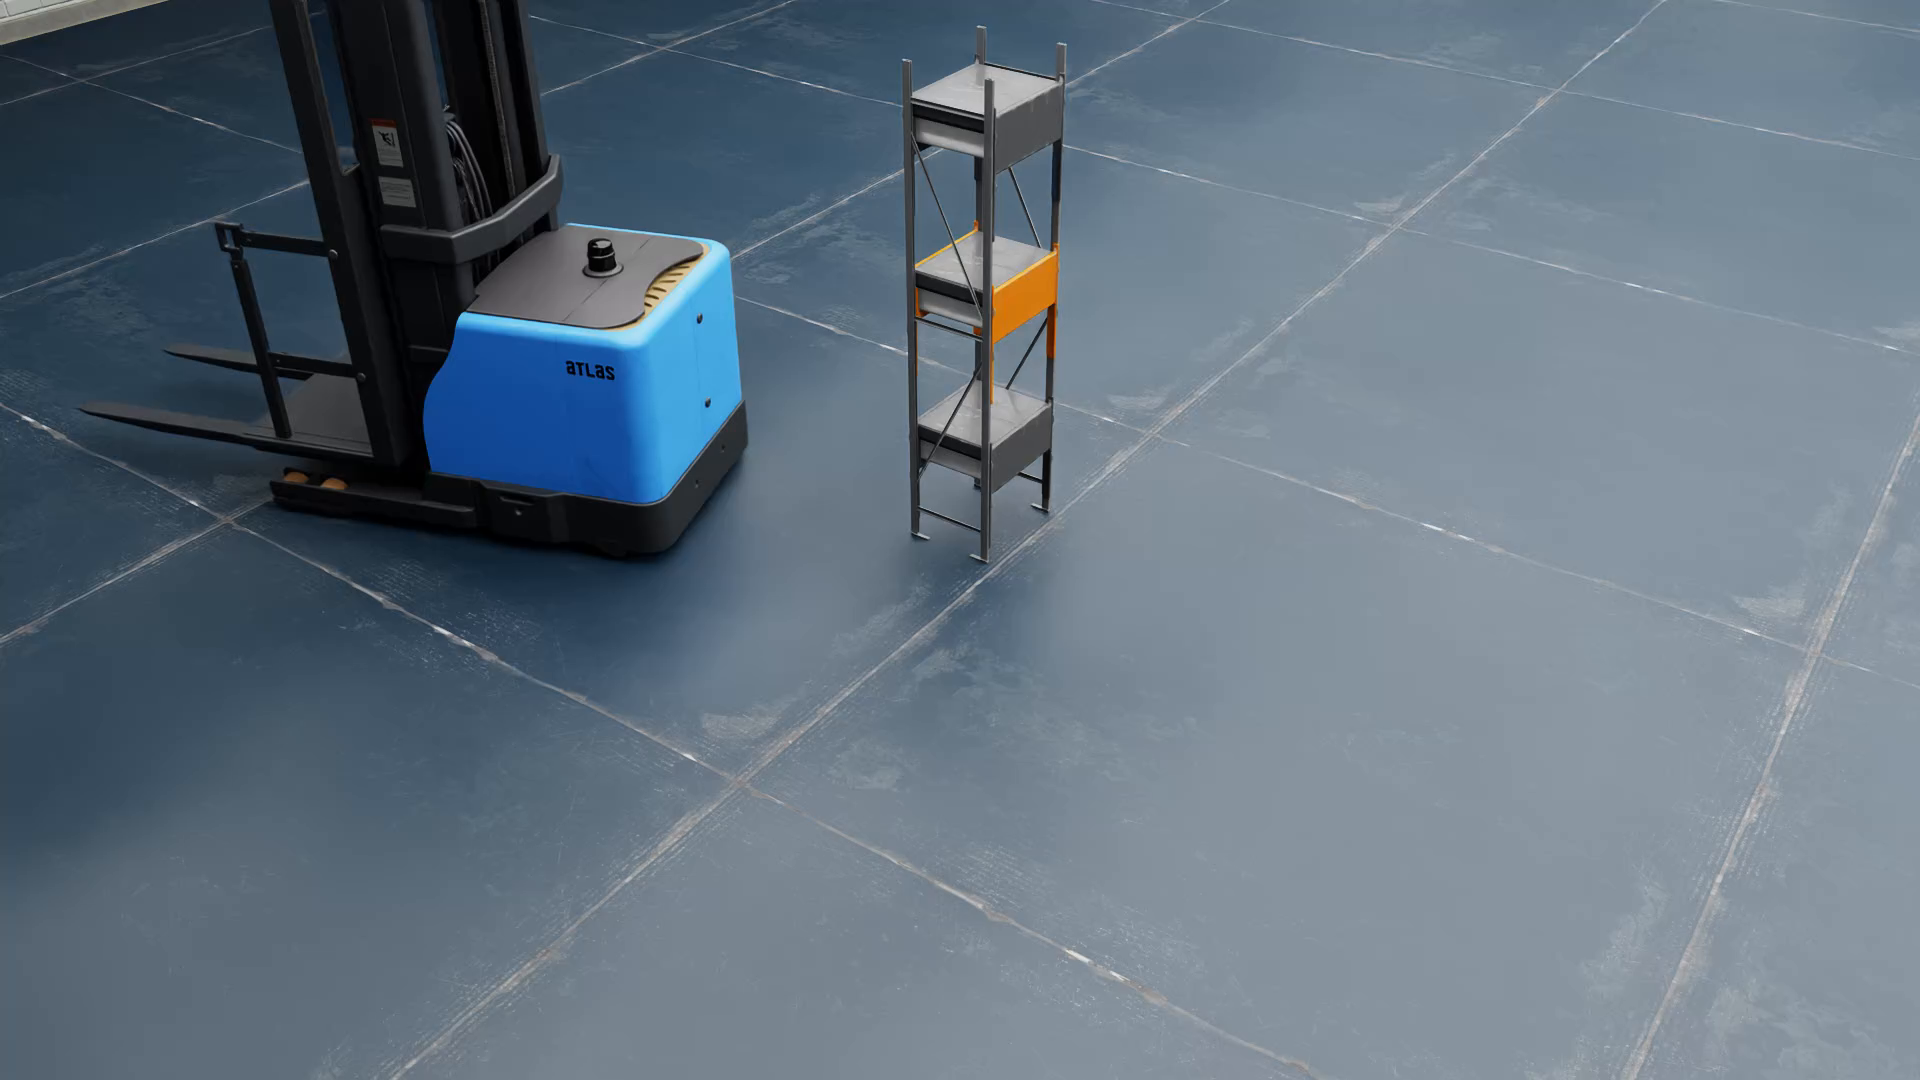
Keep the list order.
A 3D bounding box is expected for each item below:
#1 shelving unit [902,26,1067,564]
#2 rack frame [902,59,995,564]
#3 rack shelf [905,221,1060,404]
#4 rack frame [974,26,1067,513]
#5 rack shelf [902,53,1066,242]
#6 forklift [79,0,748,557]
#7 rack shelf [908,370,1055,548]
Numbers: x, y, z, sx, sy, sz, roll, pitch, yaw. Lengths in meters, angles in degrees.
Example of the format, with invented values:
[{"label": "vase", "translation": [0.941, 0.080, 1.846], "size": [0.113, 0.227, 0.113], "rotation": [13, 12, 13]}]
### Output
[{"label": "shelving unit", "translation": [0.094, -0.946, 6.774], "size": [0.431, 2.100, 0.503], "rotation": [21, 39, 28]}, {"label": "rack frame", "translation": [-0.045, -0.834, 6.608], "size": [0.400, 2.100, 0.015], "rotation": [21, 39, 28]}, {"label": "rack shelf", "translation": [0.094, -0.935, 6.782], "size": [0.431, 0.518, 0.480], "rotation": [21, 39, 28]}, {"label": "rack frame", "translation": [0.234, -1.058, 6.940], "size": [0.400, 2.100, 0.015], "rotation": [21, 39, 28]}, {"label": "rack shelf", "translation": [0.094, -1.515, 6.390], "size": [0.431, 0.518, 0.480], "rotation": [21, 39, 28]}, {"label": "forklift", "translation": [-2.567, -1.595, 6.992], "size": [3.031, 2.935, 1.130], "rotation": [9, 35, 13]}, {"label": "rack shelf", "translation": [0.094, -0.355, 7.174], "size": [0.431, 0.518, 0.480], "rotation": [21, 39, 28]}]
